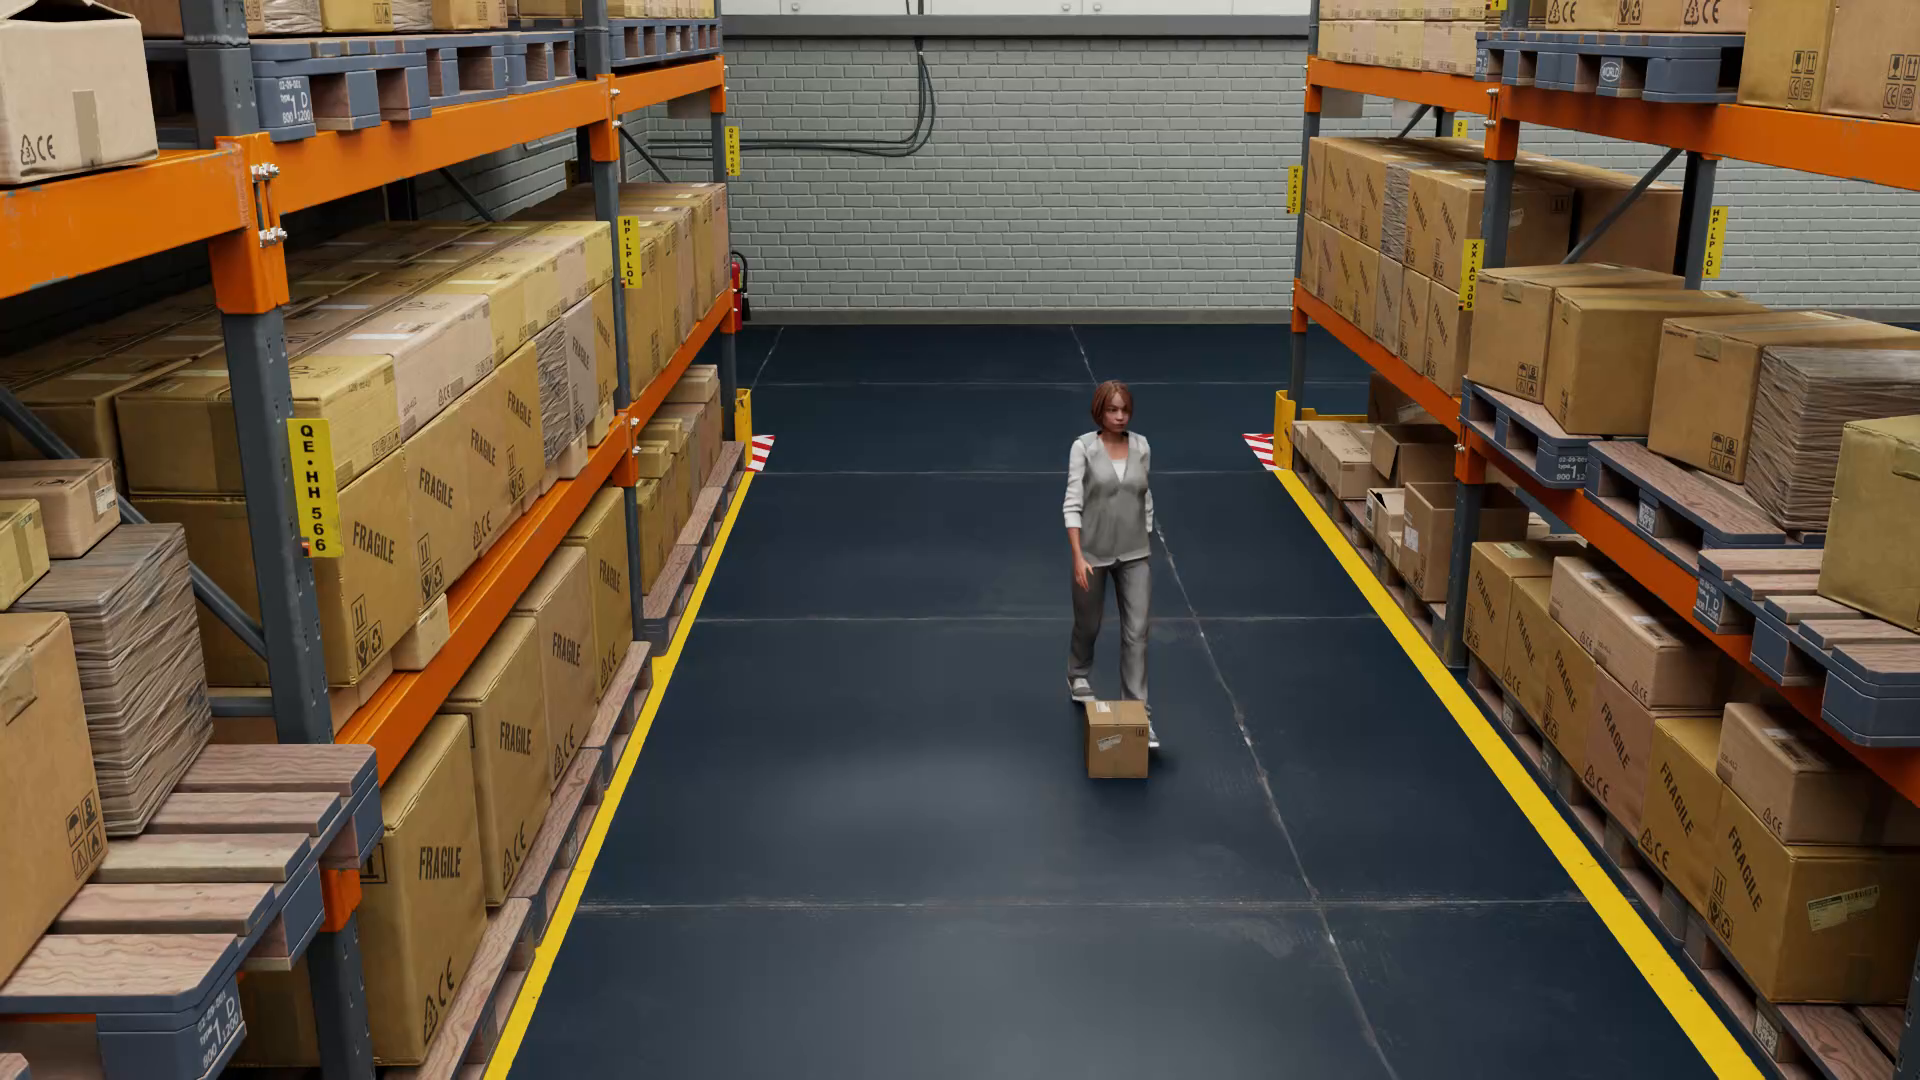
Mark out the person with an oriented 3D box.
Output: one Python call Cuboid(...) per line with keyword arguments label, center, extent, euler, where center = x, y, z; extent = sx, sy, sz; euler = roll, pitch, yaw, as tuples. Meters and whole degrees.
Cuboid(label="person", center=(0.665, 0.081, 7.304), extent=(0.427, 1.556, 0.838), euler=(-2, 18, -7))
